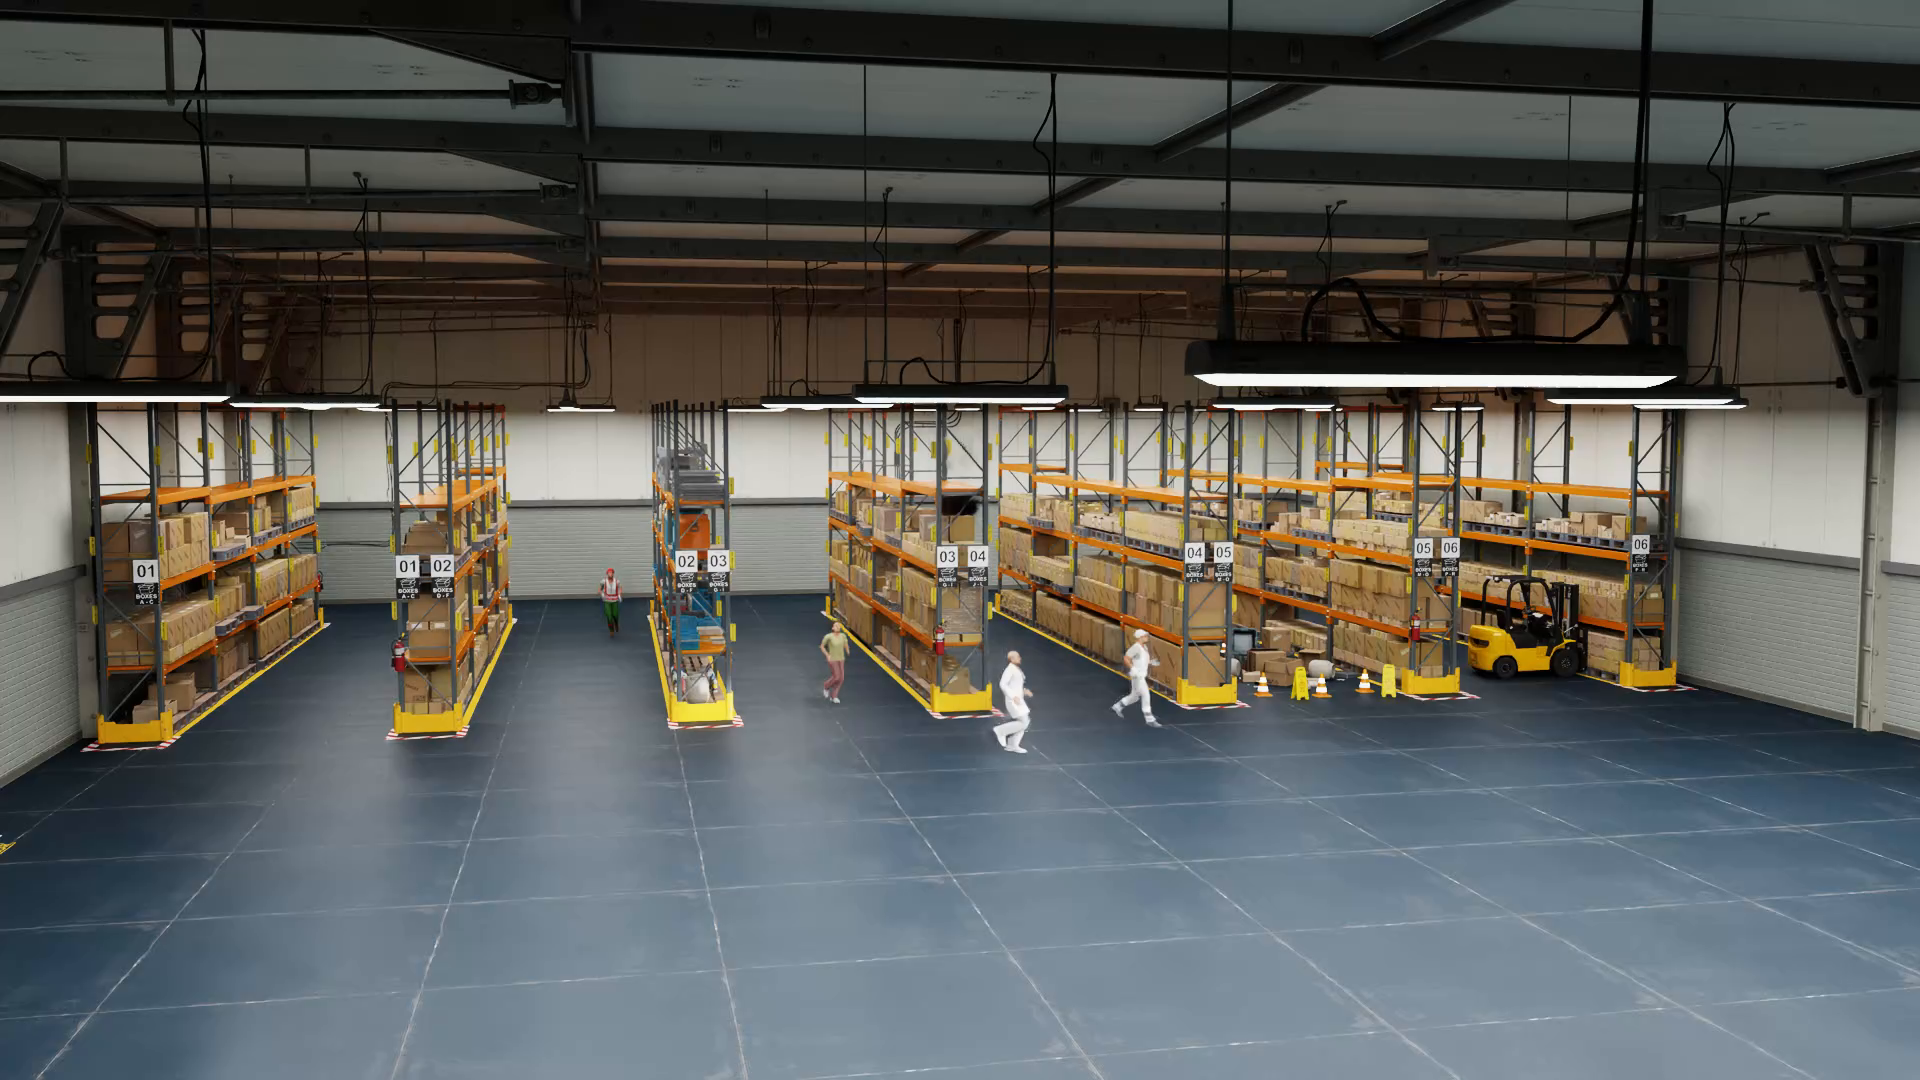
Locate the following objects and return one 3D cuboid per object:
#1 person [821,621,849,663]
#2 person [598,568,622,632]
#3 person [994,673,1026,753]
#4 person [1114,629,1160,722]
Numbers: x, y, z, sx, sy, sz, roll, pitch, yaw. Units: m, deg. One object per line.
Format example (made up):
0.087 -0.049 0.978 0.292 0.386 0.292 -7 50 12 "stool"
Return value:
-2.437 2.020 33.071 0.555 0.838 0.466 -3 5 -33 "person"
-9.067 1.576 43.133 0.614 1.694 0.494 -1 4 -15 "person"
0.854 2.909 28.171 0.537 1.414 0.228 1 4 11 "person"
3.219 2.482 30.542 0.879 1.700 0.668 2 5 22 "person"
